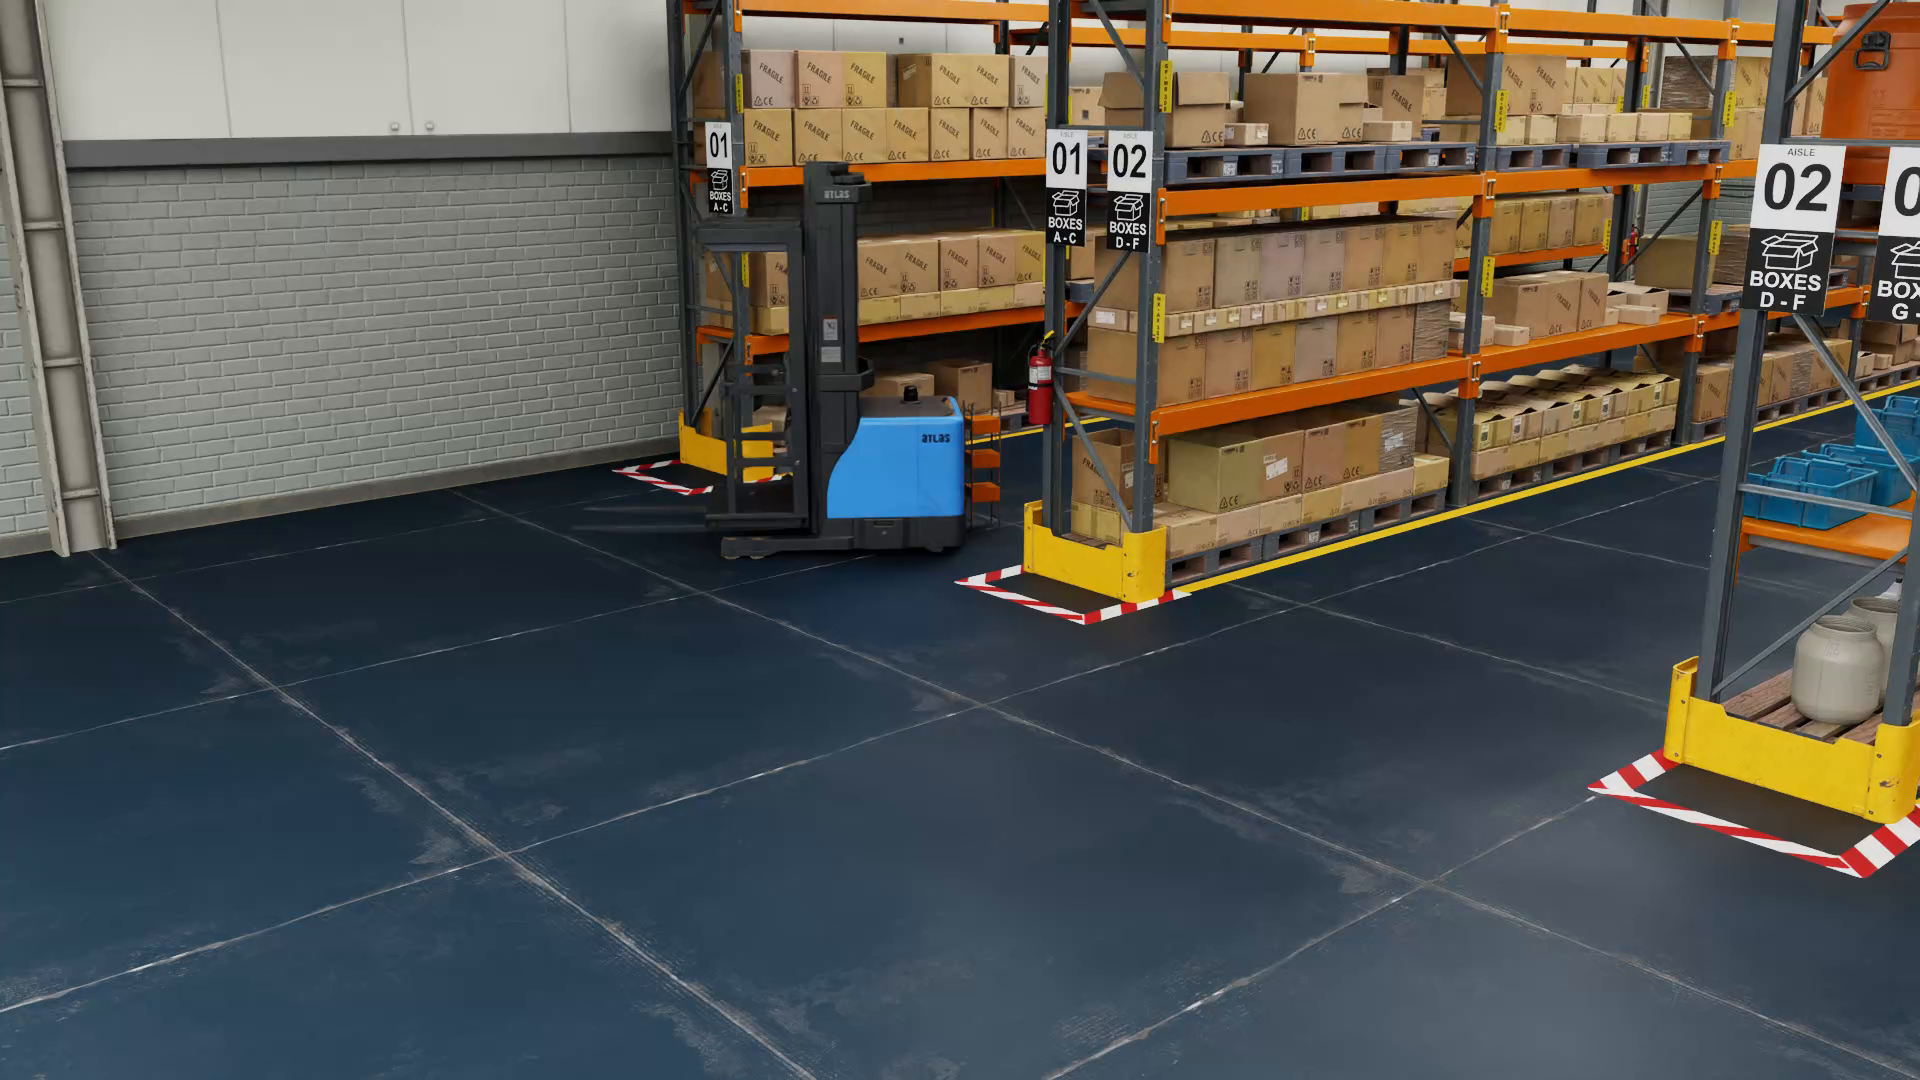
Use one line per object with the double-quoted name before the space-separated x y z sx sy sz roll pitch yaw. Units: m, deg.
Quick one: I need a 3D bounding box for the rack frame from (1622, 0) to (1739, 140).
"rack frame" 7.015 -5.401 16.033 0.127 3.000 1.000 -13 19 -39

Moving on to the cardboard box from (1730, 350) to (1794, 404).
"cardboard box" 8.709 -1.792 18.138 0.500 0.500 0.500 -14 20 -41

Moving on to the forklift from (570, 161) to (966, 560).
"forklift" -1.498 -1.405 12.830 3.031 2.935 1.130 -1 15 -4

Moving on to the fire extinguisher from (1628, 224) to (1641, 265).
"fire extinguisher" 10.212 -4.540 25.306 0.183 0.674 0.296 -13 19 -39

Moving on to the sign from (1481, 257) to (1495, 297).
"sign" 4.363 -2.174 13.745 0.005 0.325 0.100 -13 19 -39

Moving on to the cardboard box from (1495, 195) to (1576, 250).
"cardboard box" 8.294 -4.625 24.173 0.700 0.700 0.980 -14 20 -42

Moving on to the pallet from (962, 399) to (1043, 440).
"pallet" 0.259 -1.321 17.786 1.213 0.211 1.003 -13 19 -39

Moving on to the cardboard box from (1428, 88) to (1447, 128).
"cardboard box" 6.042 -5.726 22.017 0.500 0.500 0.700 -14 20 -42

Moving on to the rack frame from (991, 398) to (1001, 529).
"rack frame" 0.292 -0.626 13.558 0.008 1.050 0.200 -5 16 -19

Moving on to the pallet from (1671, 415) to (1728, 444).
"pallet" 7.603 -1.275 17.613 1.213 0.211 1.003 -13 19 -39

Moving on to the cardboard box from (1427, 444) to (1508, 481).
"cardboard box" 4.464 -0.720 14.646 0.500 0.250 0.500 -13 20 -41

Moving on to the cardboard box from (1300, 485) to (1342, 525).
"cardboard box" 2.663 -0.323 13.162 0.500 0.250 0.500 -13 19 -39

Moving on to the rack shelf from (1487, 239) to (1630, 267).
"rack shelf" 8.286 -4.135 24.313 4.000 0.370 1.077 -13 19 -39

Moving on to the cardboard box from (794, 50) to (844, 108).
"cardboard box" -1.413 -4.195 15.158 0.500 0.500 0.500 -13 20 -40

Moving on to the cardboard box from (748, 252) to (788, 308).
"cardboard box" -1.718 -2.433 15.345 0.500 0.500 0.500 -13 19 -39

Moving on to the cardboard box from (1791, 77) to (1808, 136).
"cardboard box" 8.599 -4.631 17.763 0.600 0.600 0.600 -14 20 -41

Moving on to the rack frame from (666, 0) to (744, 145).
"rack frame" -2.275 -5.010 14.567 0.127 3.000 1.000 -13 19 -39

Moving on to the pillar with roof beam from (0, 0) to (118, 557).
"pillar with roof beam" -4.015 -3.442 8.699 0.400 9.000 9.100 -13 19 -39

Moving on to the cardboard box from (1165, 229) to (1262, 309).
"cardboard box" 1.773 -1.998 12.211 0.500 0.500 0.700 -13 20 -41

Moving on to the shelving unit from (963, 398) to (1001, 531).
"shelving unit" 0.177 -0.615 13.518 0.252 1.050 0.215 -5 16 -19

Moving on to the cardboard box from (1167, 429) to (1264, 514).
"cardboard box" 1.906 -0.517 12.434 0.500 0.500 0.500 -13 19 -39

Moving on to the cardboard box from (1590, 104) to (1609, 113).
"cardboard box" 9.025 -6.185 24.065 0.500 0.250 0.500 -14 20 -41

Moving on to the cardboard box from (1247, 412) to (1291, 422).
"cardboard box" 2.312 -0.790 13.455 0.500 0.500 0.500 -13 19 -39

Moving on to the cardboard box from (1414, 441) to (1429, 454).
"cardboard box" 4.120 -0.826 15.045 0.500 0.250 0.500 -13 20 -40

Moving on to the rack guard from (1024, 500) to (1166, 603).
"rack guard" 0.962 0.064 12.040 0.348 0.500 1.175 -13 19 -39

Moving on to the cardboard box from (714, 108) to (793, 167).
"cardboard box" -1.859 -3.626 14.968 0.500 0.500 0.500 -12 19 -38

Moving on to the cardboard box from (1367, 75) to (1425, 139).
"cardboard box" 3.444 -3.559 13.670 0.500 0.500 0.500 -11 18 -35

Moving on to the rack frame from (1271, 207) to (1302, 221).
"rack frame" 3.760 -3.466 20.415 0.127 3.000 1.000 -13 19 -39

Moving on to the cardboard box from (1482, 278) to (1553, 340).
"cardboard box" 4.985 -2.090 15.066 0.500 0.500 0.500 -11 18 -35

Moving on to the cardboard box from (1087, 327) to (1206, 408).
"cardboard box" 1.340 -1.272 12.007 0.500 0.500 0.700 -13 19 -39

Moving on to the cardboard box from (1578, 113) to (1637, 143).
"cardboard box" 5.887 -3.807 15.356 0.500 0.250 0.500 -13 20 -40

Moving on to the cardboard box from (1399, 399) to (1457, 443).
"cardboard box" 4.114 -1.095 14.964 0.500 0.311 0.500 -13 19 -39

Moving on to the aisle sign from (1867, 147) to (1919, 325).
"aisle sign" 4.366 -1.369 7.526 0.004 0.787 0.394 -13 19 -39

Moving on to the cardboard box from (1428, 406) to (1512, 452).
"cardboard box" 4.472 -0.992 14.579 0.500 0.311 0.500 -13 19 -39

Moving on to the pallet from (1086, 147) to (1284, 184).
"pallet" 1.530 -2.669 11.787 1.213 0.211 1.003 -13 19 -39

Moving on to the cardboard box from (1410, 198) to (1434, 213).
"cardboard box" 5.816 -4.408 21.678 0.500 0.250 0.500 -12 19 -38

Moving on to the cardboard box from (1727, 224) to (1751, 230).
"cardboard box" 9.051 -3.266 18.657 0.500 0.500 0.700 -9 17 -31

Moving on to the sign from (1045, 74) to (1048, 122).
"sign" 0.634 -3.094 11.646 0.005 0.325 0.100 -13 19 -39

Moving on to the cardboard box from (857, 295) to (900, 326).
"cardboard box" -0.928 -2.245 16.094 0.500 0.250 0.500 -13 20 -40

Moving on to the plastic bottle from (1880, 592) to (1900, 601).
"plastic bottle" 5.639 0.464 10.128 0.135 0.276 0.152 -13 20 -41

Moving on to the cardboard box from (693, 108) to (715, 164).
"cardboard box" -2.126 -3.738 15.388 0.500 0.500 0.500 -11 18 -35

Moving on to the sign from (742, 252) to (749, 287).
"sign" -1.919 -2.424 14.834 0.005 0.325 0.100 -13 19 -39

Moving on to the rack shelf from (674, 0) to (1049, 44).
"rack shelf" -0.766 -4.999 15.929 4.000 0.370 1.077 -13 19 -39

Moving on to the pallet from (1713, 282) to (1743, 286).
"pallet" 8.479 -2.740 18.068 1.213 0.211 1.003 -13 19 -39

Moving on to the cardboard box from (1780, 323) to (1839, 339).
"cardboard box" 10.276 -2.337 20.178 0.500 0.500 0.500 -13 19 -39

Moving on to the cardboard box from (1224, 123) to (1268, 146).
"cardboard box" 1.983 -2.911 11.924 0.250 0.149 0.380 -13 19 -39

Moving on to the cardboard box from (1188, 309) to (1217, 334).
"cardboard box" 1.614 -1.579 11.898 0.250 0.149 0.380 -13 20 -41

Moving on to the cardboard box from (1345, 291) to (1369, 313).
"cardboard box" 2.974 -1.884 13.041 0.250 0.149 0.380 -12 19 -38

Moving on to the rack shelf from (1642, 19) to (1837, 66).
"rack shelf" 8.523 -5.199 17.445 4.000 0.370 1.077 -13 19 -39

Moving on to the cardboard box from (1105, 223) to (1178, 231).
"cardboard box" 2.051 -3.340 18.896 0.500 0.500 0.700 -10 18 -32

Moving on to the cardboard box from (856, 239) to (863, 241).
"cardboard box" -1.285 -2.704 16.358 0.500 0.500 0.500 -13 20 -41
